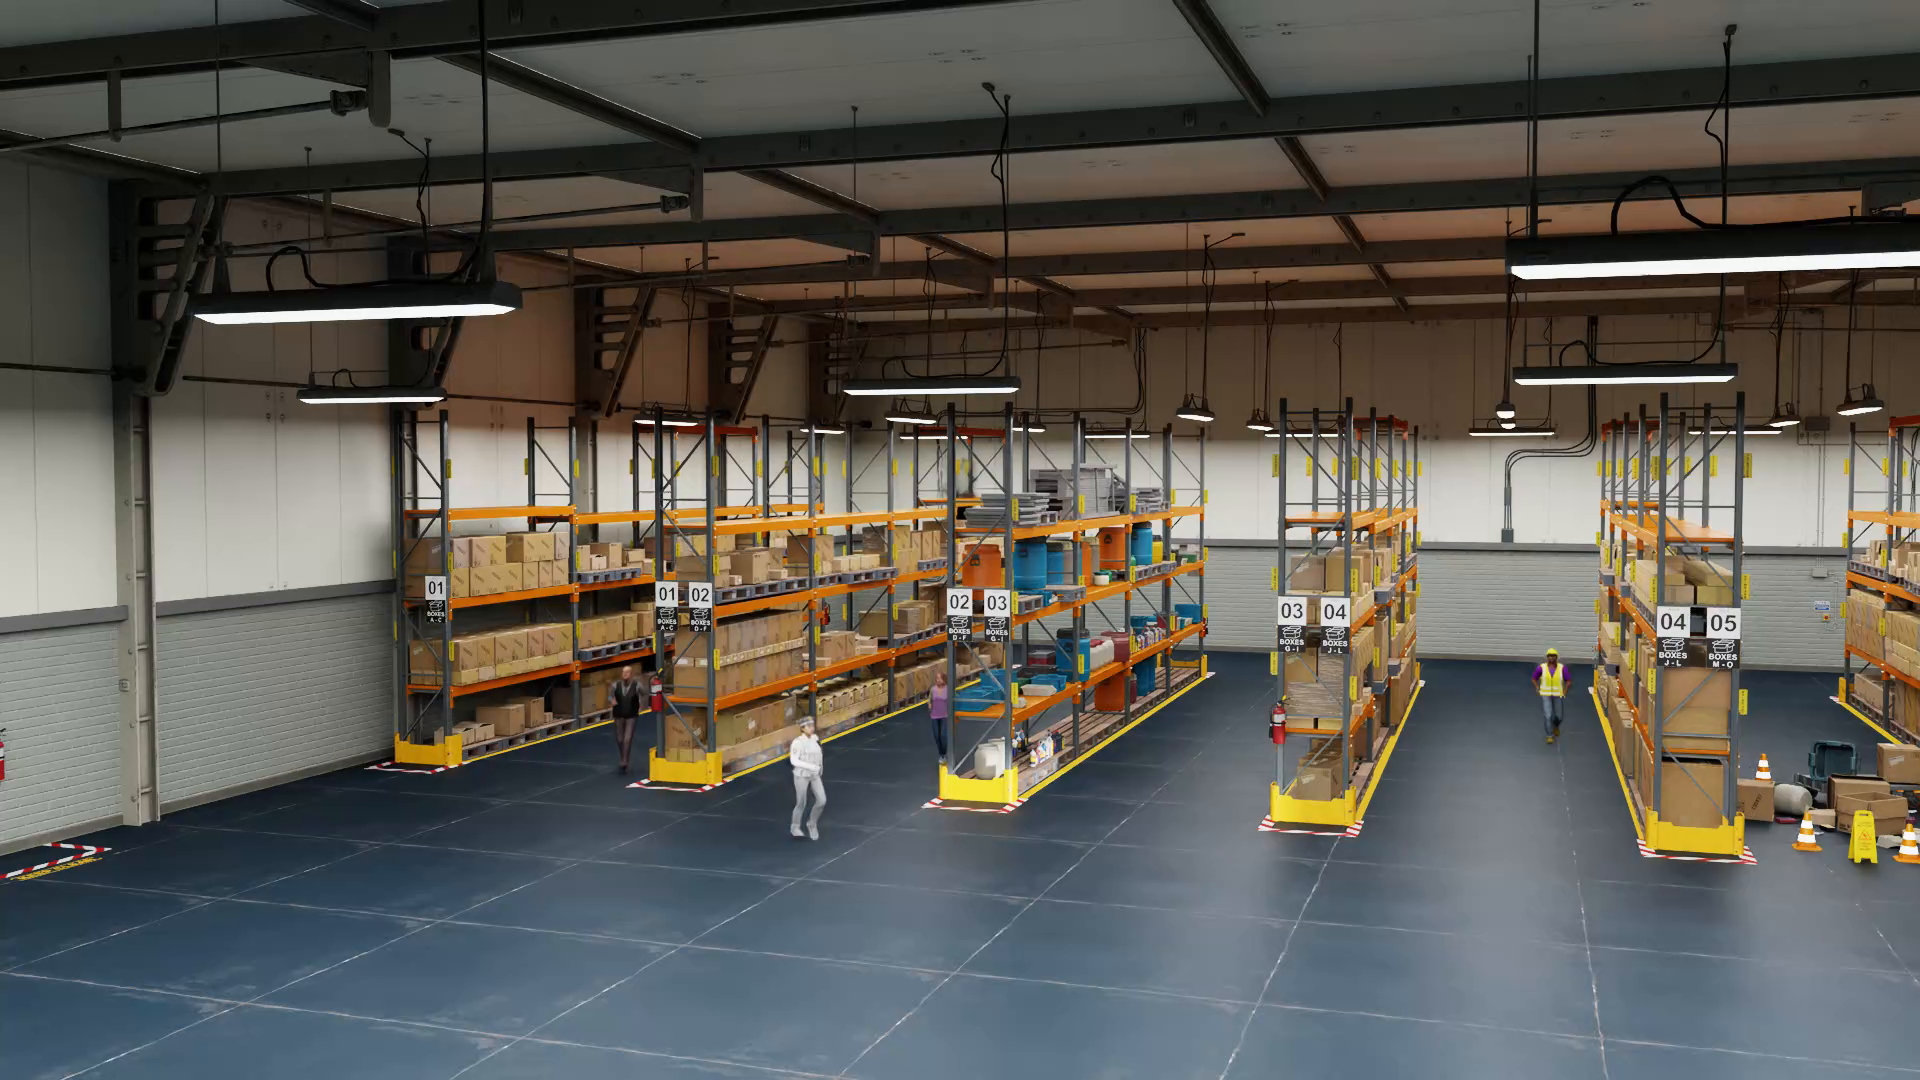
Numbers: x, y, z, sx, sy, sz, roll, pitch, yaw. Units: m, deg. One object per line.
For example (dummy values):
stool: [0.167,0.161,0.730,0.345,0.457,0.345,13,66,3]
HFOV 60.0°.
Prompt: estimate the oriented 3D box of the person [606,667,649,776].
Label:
person: [-5.513,2.960,27.498,0.664,1.745,0.857,0,2,3]

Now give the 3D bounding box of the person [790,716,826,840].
person: [-2.026,3.210,22.410,0.632,1.717,0.675,-2,3,-41]

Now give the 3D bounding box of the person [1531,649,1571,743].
person: [10.804,2.839,30.386,0.700,1.719,0.625,1,3,16]

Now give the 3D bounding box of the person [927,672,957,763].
person: [-0.322,3.012,28.013,0.512,1.548,0.593,1,3,17]

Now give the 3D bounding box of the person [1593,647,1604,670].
person: [14.770,2.586,38.050,0.498,1.603,0.630,0,2,6]
